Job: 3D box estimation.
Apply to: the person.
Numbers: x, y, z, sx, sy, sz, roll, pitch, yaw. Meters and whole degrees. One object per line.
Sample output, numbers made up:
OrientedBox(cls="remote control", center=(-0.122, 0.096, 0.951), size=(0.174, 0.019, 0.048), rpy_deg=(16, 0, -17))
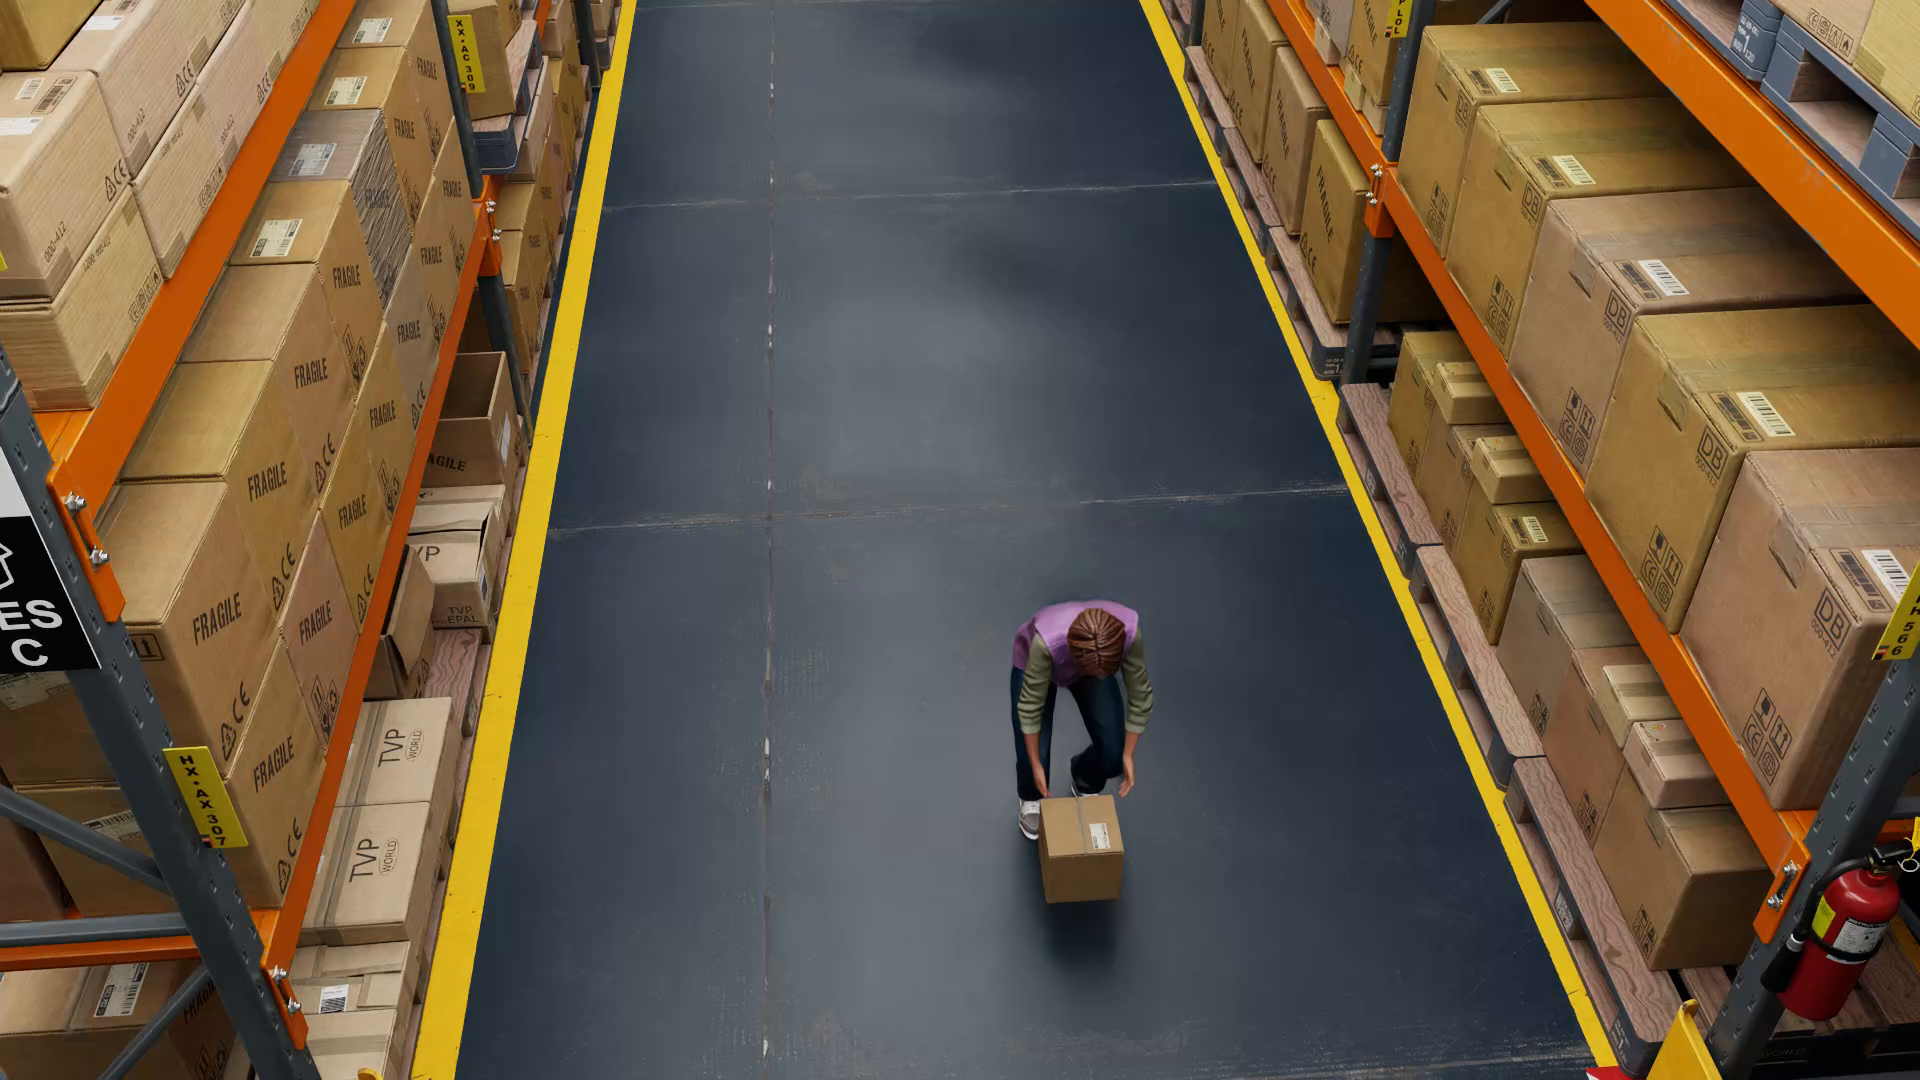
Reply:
OrientedBox(cls="person", center=(0.411, 0.565, 5.783), size=(0.462, 1.217, 0.698), rpy_deg=(-3, 40, -4))
